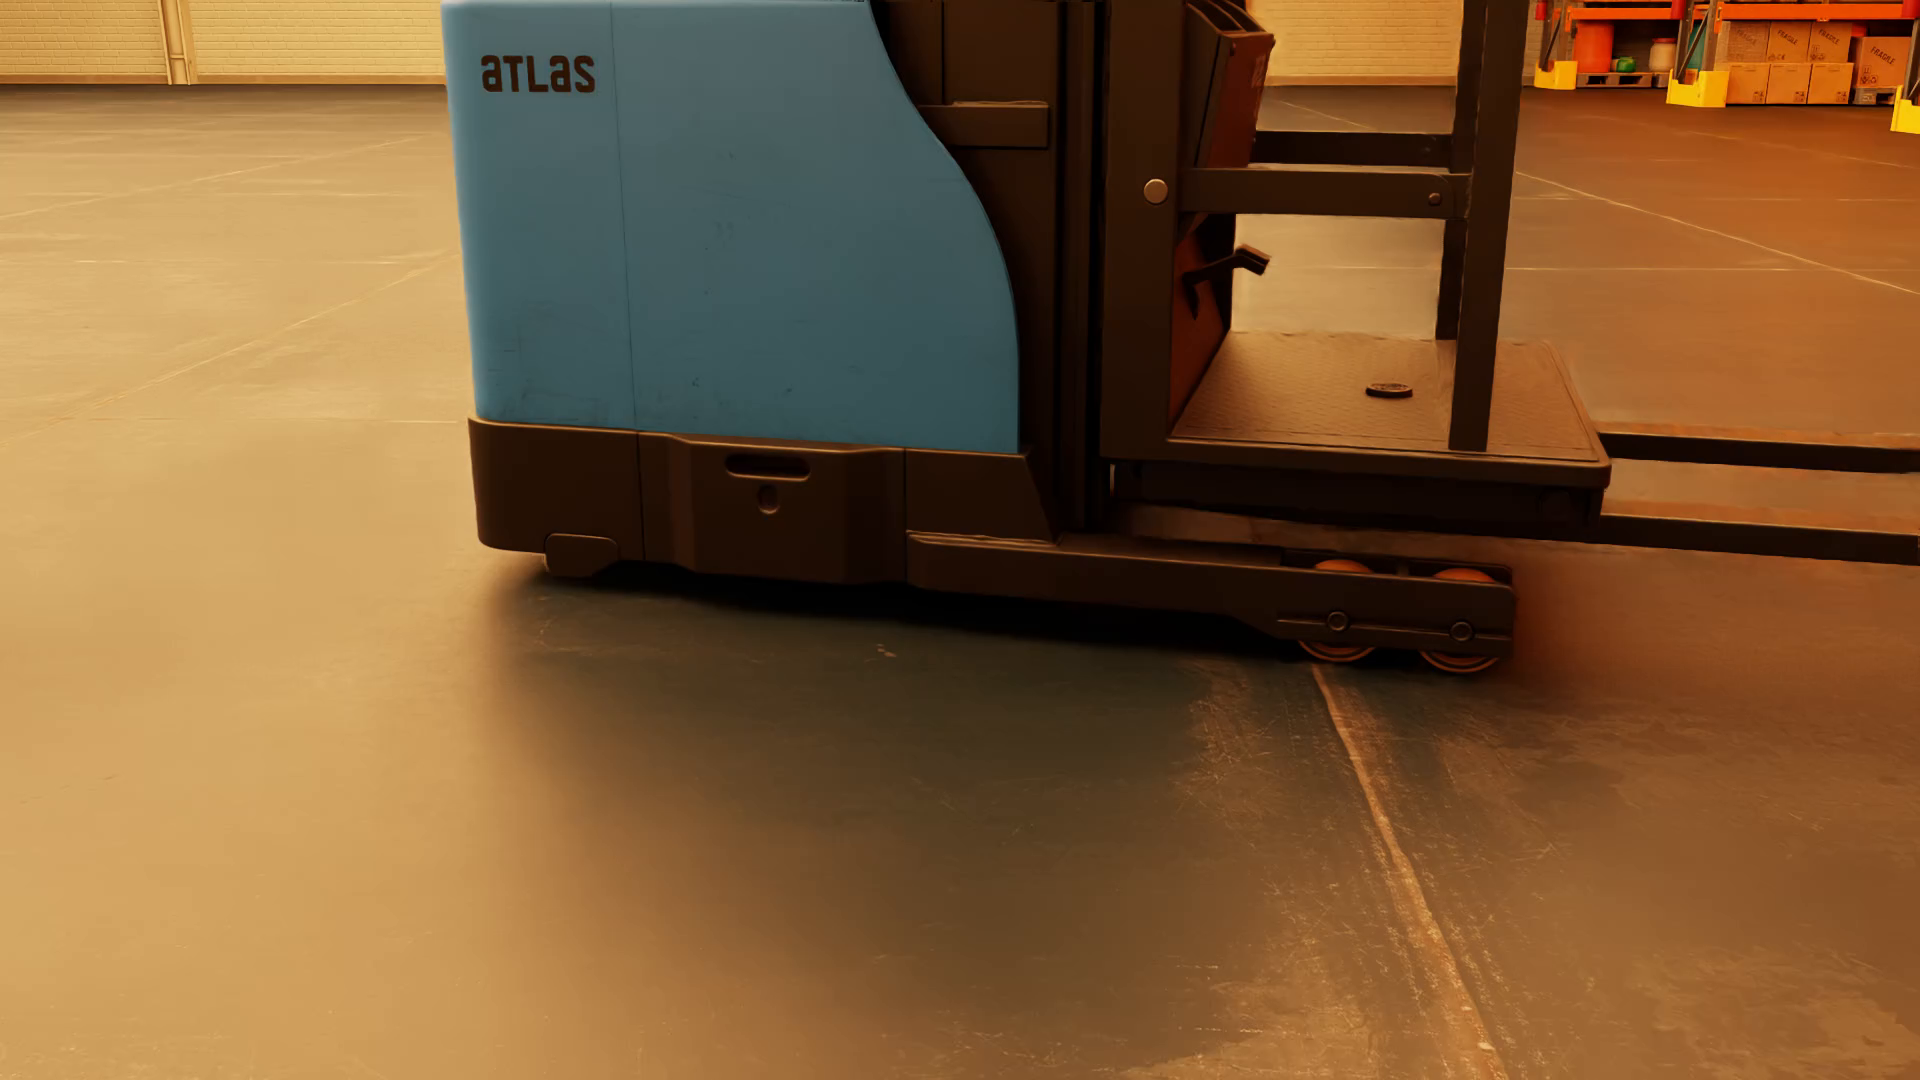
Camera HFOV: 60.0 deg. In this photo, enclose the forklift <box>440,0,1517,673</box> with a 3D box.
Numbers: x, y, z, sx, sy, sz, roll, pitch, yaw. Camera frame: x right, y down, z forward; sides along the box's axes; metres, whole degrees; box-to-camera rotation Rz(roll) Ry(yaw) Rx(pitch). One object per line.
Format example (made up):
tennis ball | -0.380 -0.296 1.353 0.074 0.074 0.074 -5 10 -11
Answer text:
forklift | 0.661 -1.359 2.806 3.031 2.935 1.130 4 18 14
